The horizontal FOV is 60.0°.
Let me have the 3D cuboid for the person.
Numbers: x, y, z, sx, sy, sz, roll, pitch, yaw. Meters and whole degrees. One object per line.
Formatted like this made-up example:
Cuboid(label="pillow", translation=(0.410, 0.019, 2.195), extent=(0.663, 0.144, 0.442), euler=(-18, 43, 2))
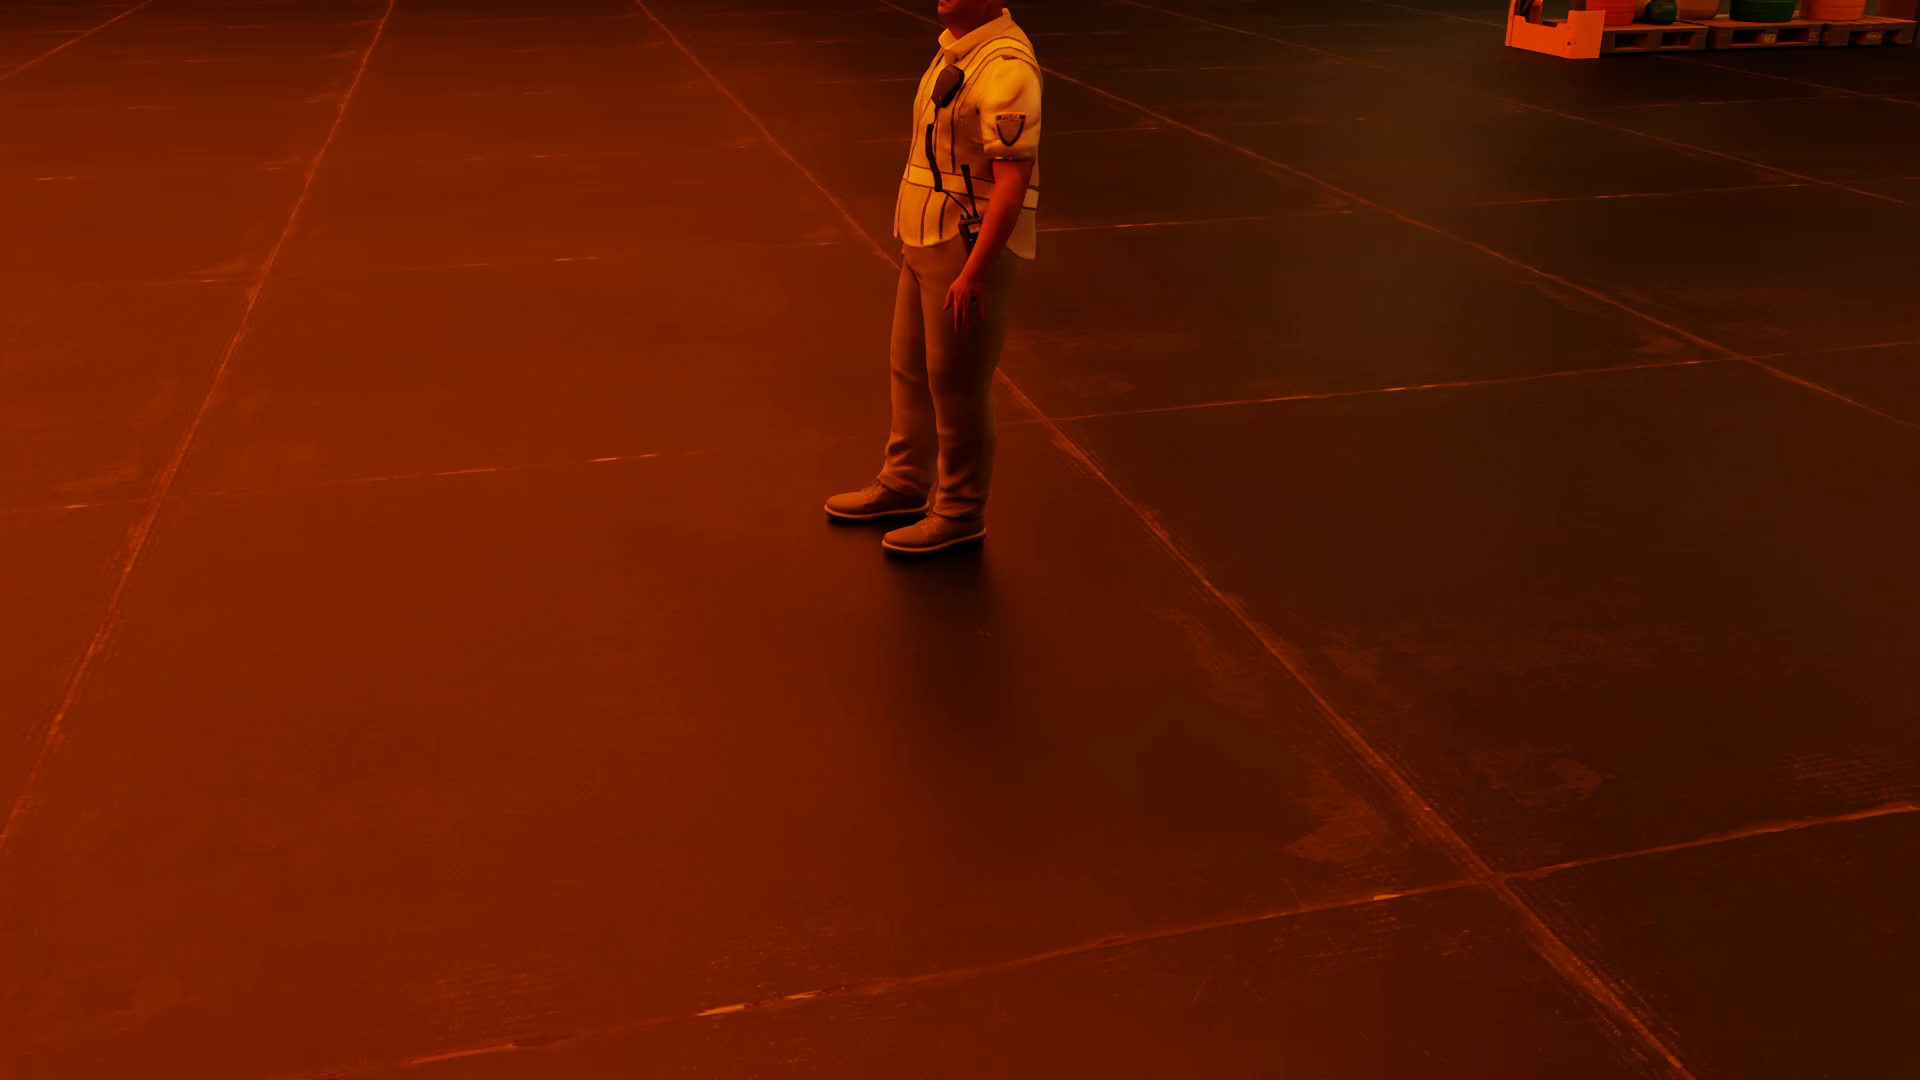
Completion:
Cuboid(label="person", translation=(-0.078, -0.823, 4.693), extent=(0.575, 1.781, 0.640), euler=(-6, 24, -14))
